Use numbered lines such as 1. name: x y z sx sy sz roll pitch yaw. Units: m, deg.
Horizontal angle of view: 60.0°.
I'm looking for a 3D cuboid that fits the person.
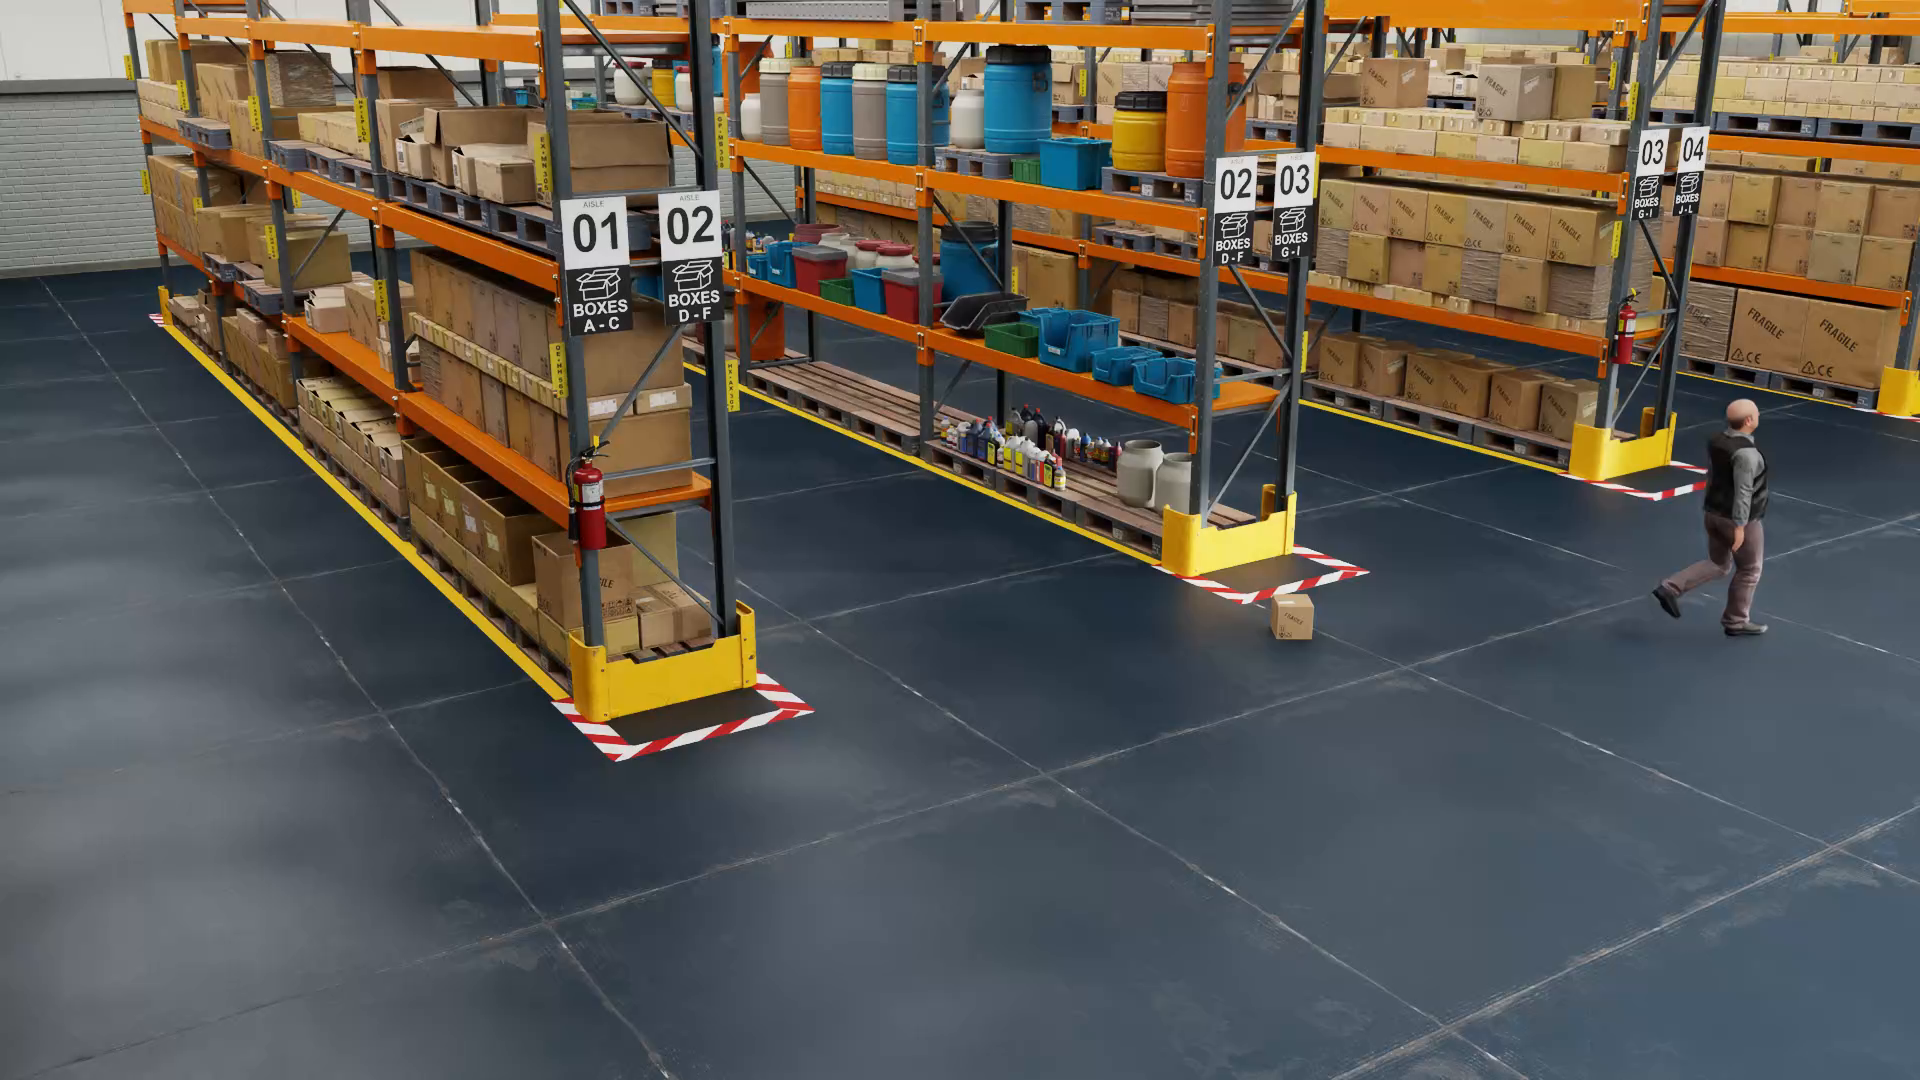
1. person: 5.315 -0.121 11.567 0.783 1.626 0.543 -1 18 -4
